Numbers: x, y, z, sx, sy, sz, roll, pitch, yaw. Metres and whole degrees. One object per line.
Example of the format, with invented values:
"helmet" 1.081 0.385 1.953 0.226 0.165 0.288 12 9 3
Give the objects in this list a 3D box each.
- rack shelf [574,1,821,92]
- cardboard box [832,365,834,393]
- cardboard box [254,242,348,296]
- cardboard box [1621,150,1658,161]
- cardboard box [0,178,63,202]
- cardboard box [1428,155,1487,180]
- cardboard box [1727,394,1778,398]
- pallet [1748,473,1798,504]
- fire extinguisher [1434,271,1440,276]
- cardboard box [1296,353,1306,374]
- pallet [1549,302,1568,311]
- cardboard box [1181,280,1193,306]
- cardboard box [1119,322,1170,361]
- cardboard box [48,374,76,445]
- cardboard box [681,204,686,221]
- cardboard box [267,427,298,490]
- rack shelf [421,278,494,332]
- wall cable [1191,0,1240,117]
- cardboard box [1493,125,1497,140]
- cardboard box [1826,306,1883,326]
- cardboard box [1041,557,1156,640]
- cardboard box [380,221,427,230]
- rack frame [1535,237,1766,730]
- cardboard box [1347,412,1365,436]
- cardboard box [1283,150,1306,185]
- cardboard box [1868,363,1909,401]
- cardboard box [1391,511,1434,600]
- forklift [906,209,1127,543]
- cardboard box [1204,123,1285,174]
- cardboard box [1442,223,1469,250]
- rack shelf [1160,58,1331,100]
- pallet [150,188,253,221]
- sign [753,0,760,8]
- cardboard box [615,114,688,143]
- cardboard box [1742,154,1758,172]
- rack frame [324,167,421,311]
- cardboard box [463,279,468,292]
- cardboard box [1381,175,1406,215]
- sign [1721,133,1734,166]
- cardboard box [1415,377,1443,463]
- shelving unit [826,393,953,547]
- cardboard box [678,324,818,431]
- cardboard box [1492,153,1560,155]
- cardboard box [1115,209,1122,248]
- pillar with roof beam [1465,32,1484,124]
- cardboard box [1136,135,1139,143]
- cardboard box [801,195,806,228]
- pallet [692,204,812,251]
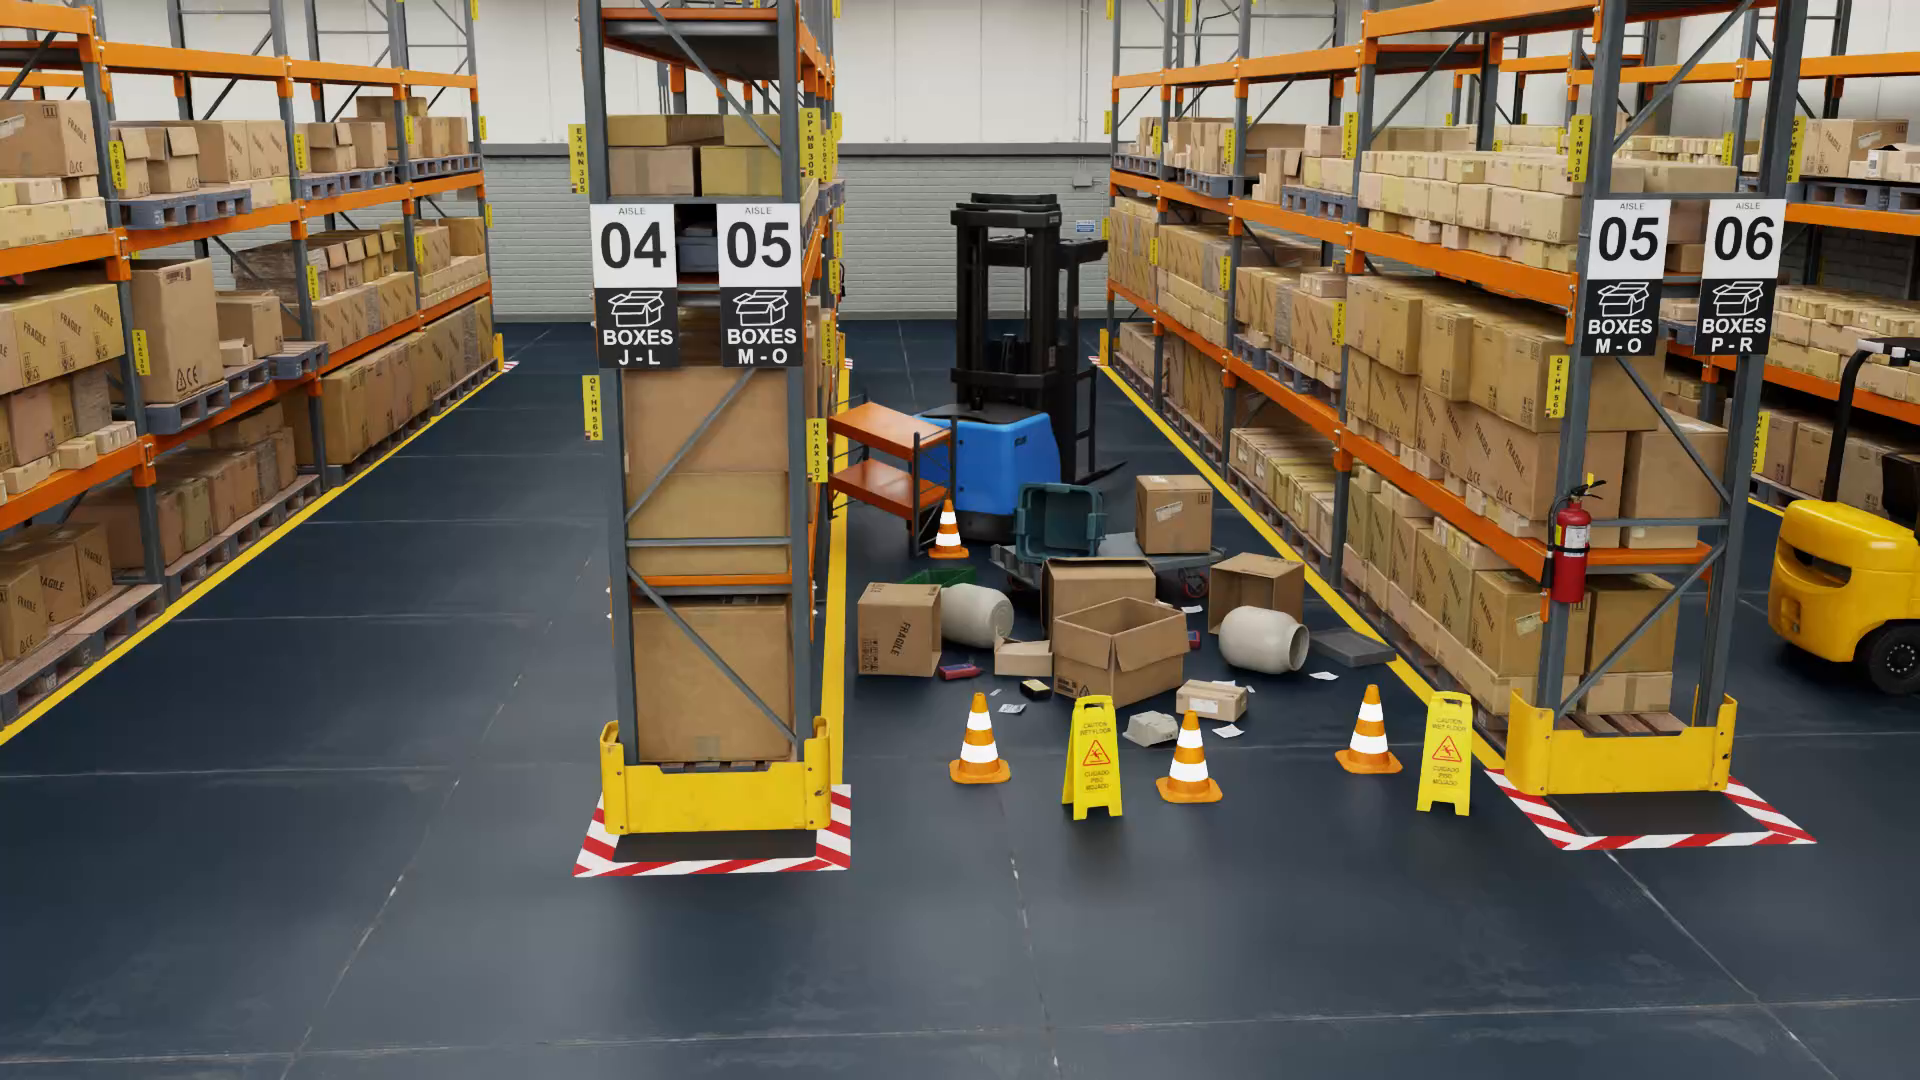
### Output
"rack shelf" -1.397 -2.846 9.775 1.077 0.370 4.000 -1 14 -3
"cardboard box" -1.619 -1.755 17.998 0.500 0.250 0.500 -1 14 -3
"cardboard box" -6.792 -2.802 17.183 0.797 0.503 0.637 -1 14 -2
"cardboard box" 7.614 -4.269 18.541 0.380 0.149 0.250 -1 14 -2
"cardboard box" -6.142 -2.297 10.913 0.380 0.149 0.250 -2 15 -6
"cardboard box" 3.243 -2.392 10.689 0.380 0.149 0.250 -1 14 -4
"cardboard box" 8.373 -1.256 17.562 0.500 0.500 0.500 0 14 -1
"pallet" 8.132 -0.598 16.428 1.003 0.211 1.213 -1 14 -3
"fire extinguisher" 7.154 -3.955 24.782 0.296 0.674 0.183 -1 14 -3
"cardboard box" 3.036 -1.480 13.919 0.380 0.149 0.250 -1 14 -3
"pallet" 7.812 -2.855 19.990 1.003 0.211 1.213 -1 14 -3
"cardboard box" 2.762 -2.746 18.477 0.500 0.250 0.500 -1 14 -5
"cardboard box" 2.811 -2.866 23.945 0.875 0.438 0.875 -1 14 -5
"cardboard box" -6.515 -0.883 11.142 0.875 0.500 0.500 -1 14 -3
"cardboard box" -1.663 -1.772 8.835 0.380 0.149 0.250 -1 14 -3
"cardboard box" -6.664 -0.760 15.593 0.700 0.500 0.500 -2 15 -6
"rack shelf" -7.097 -3.067 21.872 1.077 0.370 4.000 -1 14 -3
"wall cable" 5.570 -8.444 29.212 2.988 3.039 0.133 -1 14 -3
"cardboard box" 7.458 -5.544 22.735 0.500 0.250 0.500 -1 14 -4
"cardboard box" 7.922 -1.985 14.720 0.380 0.149 0.250 -1 14 -5
"cardboard box" 0.959 0.426 11.588 0.797 0.637 0.503 -1 14 -3
"cardboard box" -7.392 -3.971 22.139 0.500 0.500 0.500 -1 14 -5
"rack frame" 3.661 -0.087 8.844 1.000 3.000 0.127 -1 14 -3
"cardboard box" 3.113 -0.877 12.418 0.380 0.149 0.250 -1 14 -4
"cardboard box" 3.289 -3.200 14.718 0.797 0.503 0.637 -1 14 -3
"cardboard box" 8.038 -1.333 13.988 0.500 0.250 0.500 -1 14 -4
"cardboard box" 3.256 0.096 11.303 0.500 0.500 0.500 0 14 -1
"forklift" 0.669 -1.667 15.298 1.129 2.843 3.031 8 16 27
"cardboard box" 2.915 -4.024 17.084 0.700 0.500 0.500 -2 15 -6
"cardboard box" 3.220 -1.884 10.312 0.380 0.149 0.250 -1 14 -4
"rack shelf" 3.042 -4.937 17.902 1.077 0.370 4.000 -1 14 -3
"pallet" -6.477 -2.703 13.371 1.213 0.211 1.003 -1 14 -3
"sign" -2.806 -7.352 23.009 0.100 0.325 0.005 -1 14 -3
"cardboard box" -1.680 -2.223 8.987 0.380 0.149 0.250 -1 14 -2
"cardboard box" 7.838 -3.654 16.114 0.380 0.166 0.250 -1 14 -4
"rack frame" -6.973 -2.918 19.849 1.000 3.000 0.127 -1 14 -3
"cardboard box" -6.789 -3.389 22.184 0.380 0.149 0.250 -1 14 -3
"cardboard box" 3.209 -2.364 11.379 0.500 0.250 0.500 -1 14 -4
"sign" 7.578 -3.849 16.410 0.100 0.325 0.005 -1 14 -3
"cardboard box" 3.286 -0.785 10.762 0.500 0.500 0.500 -1 14 -3
"shelving unit" -0.592 -0.602 14.157 1.030 0.981 0.538 22 34 36
"cardboard box" -1.282 -0.951 9.733 0.875 0.550 0.550 -1 14 -3
"cardboard box" 3.818 -2.531 11.229 0.380 0.149 0.250 0 14 -2
"cardboard box" 0.236 -4.851 23.146 4.905 1.500 1.057 -1 14 -5
"pillar with roof beam" 4.060 -7.667 26.266 9.100 9.000 0.400 -1 14 -3
"cardboard box" 2.788 -5.587 23.460 0.500 0.250 0.500 -2 15 -9
"cardboard box" -0.974 -1.658 8.393 0.380 0.149 0.250 -1 14 -3
"pallet" -1.408 -1.884 9.985 1.003 0.211 1.213 -1 14 -3
